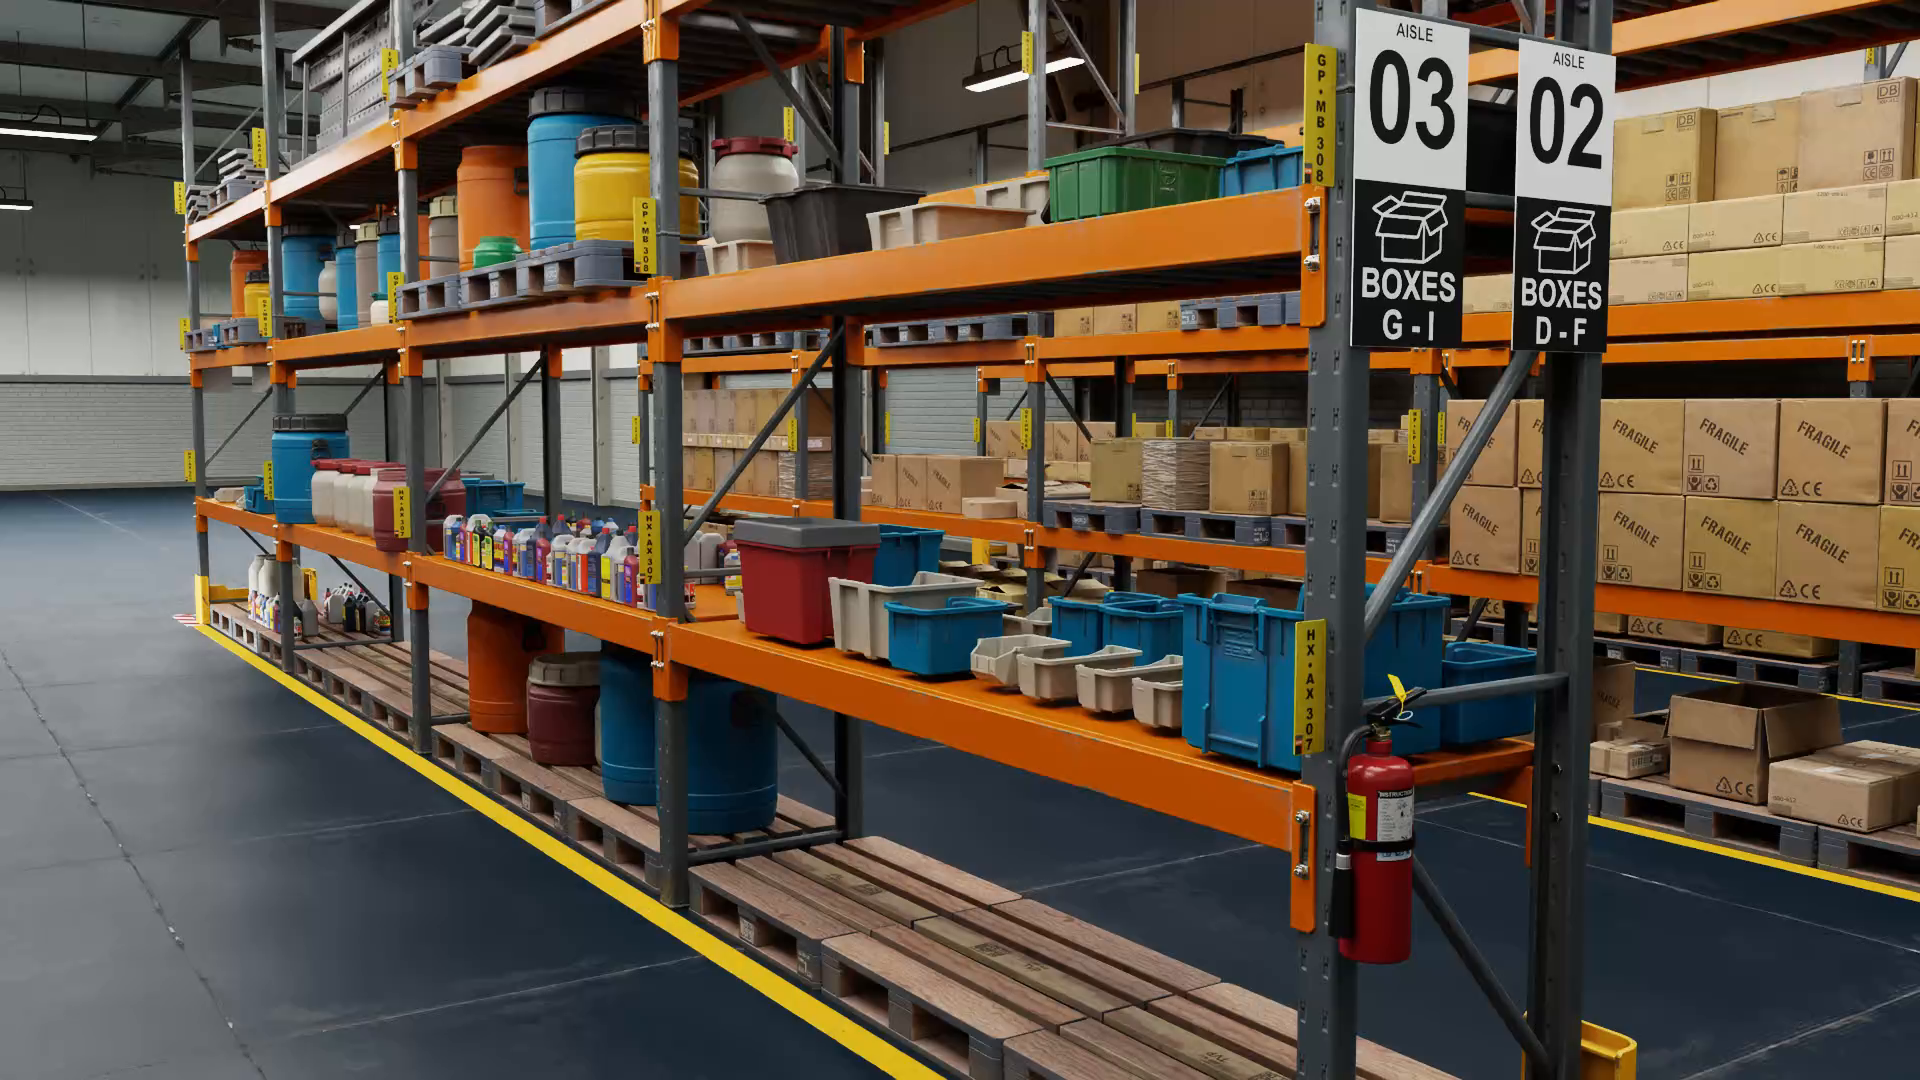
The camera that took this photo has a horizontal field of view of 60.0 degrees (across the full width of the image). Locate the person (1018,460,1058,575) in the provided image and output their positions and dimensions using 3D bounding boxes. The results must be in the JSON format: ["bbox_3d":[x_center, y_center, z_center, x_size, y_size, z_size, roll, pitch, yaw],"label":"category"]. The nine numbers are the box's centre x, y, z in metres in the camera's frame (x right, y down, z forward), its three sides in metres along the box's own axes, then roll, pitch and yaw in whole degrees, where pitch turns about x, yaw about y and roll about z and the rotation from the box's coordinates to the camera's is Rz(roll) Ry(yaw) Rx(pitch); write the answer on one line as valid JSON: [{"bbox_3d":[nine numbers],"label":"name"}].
[{"bbox_3d":[0.853,0.029,16.800,0.502,1.770,0.552,-3,6,-34],"label":"person"}]
